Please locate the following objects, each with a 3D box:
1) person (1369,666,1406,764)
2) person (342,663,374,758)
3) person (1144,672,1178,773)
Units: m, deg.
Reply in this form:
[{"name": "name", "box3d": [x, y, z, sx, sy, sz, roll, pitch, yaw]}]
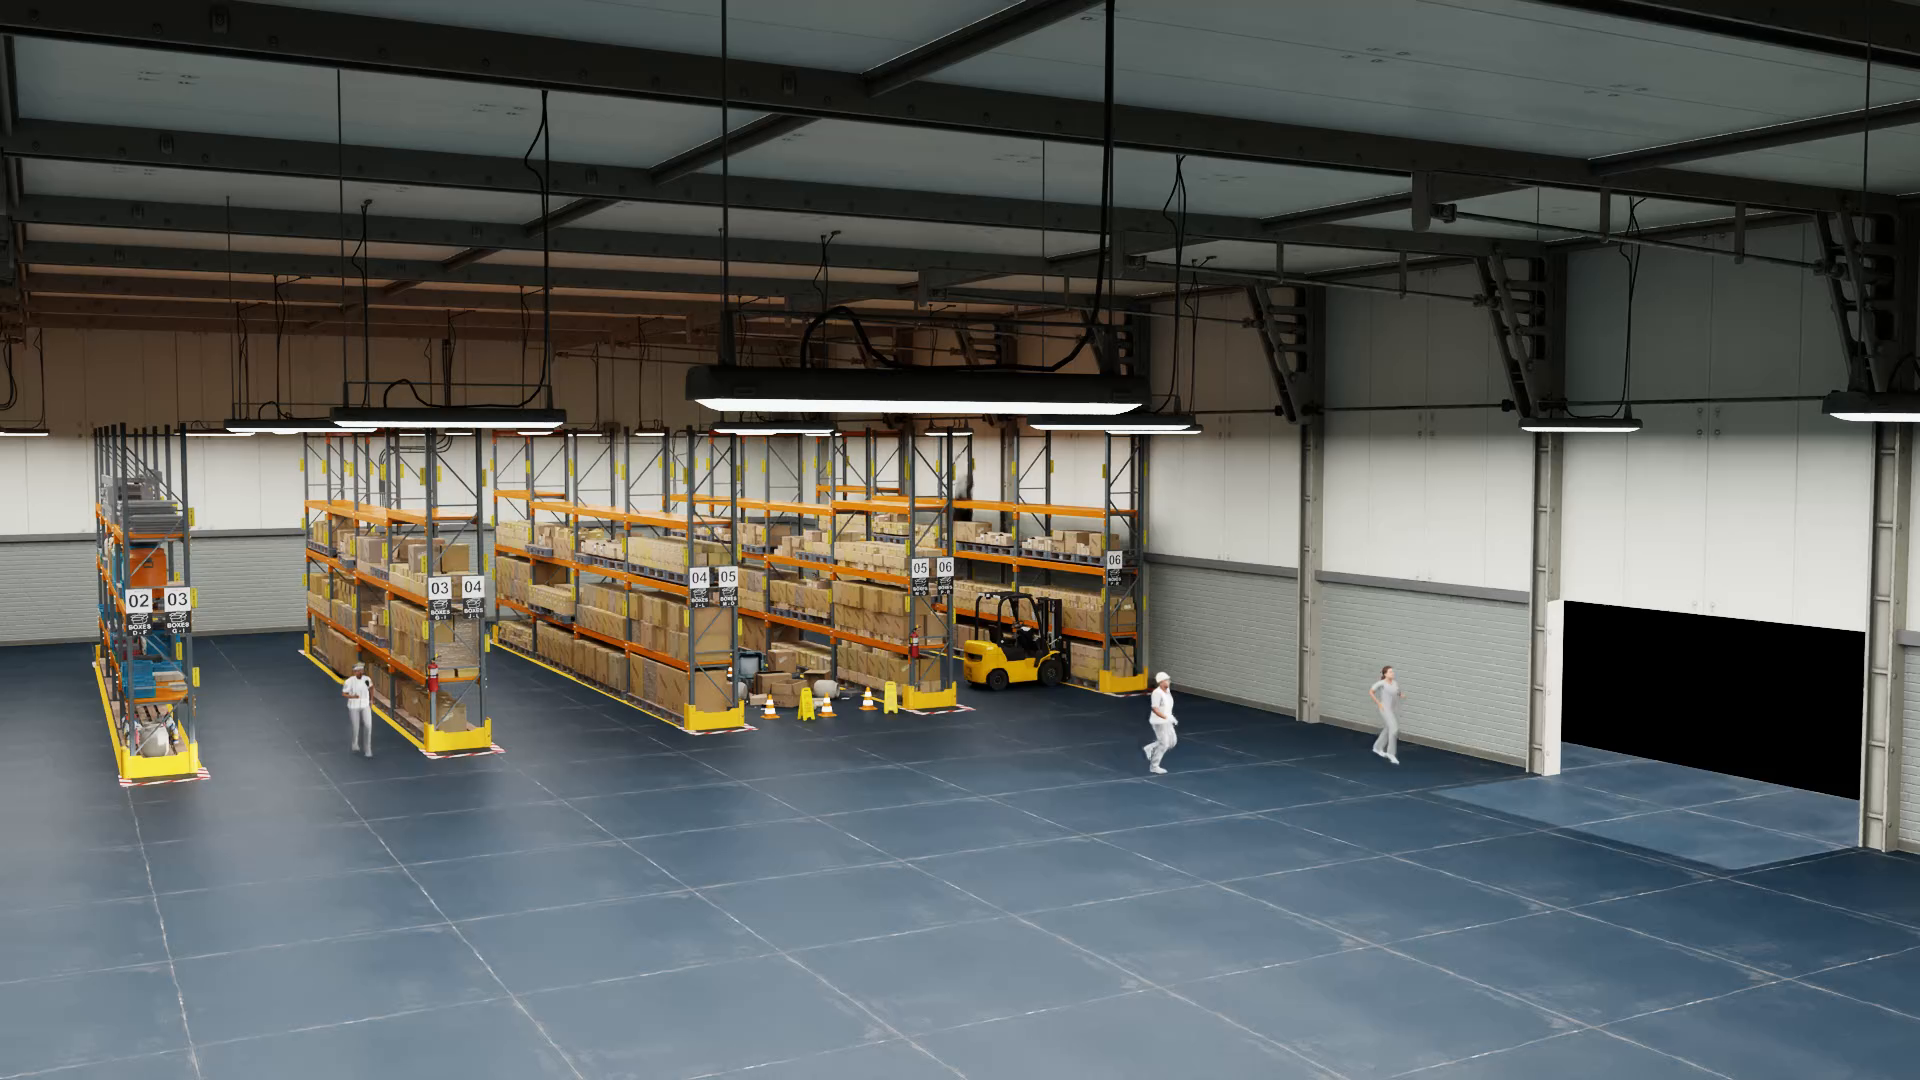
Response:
[{"name": "person", "box3d": [7.622, 3.092, 29.600, 0.546, 1.723, 0.712, -3, 4, -37]}, {"name": "person", "box3d": [-10.917, 3.063, 30.185, 0.595, 1.728, 0.817, -2, 4, -30]}, {"name": "person", "box3d": [3.463, 3.128, 28.546, 0.663, 1.736, 0.710, 2, 4, 24]}]
